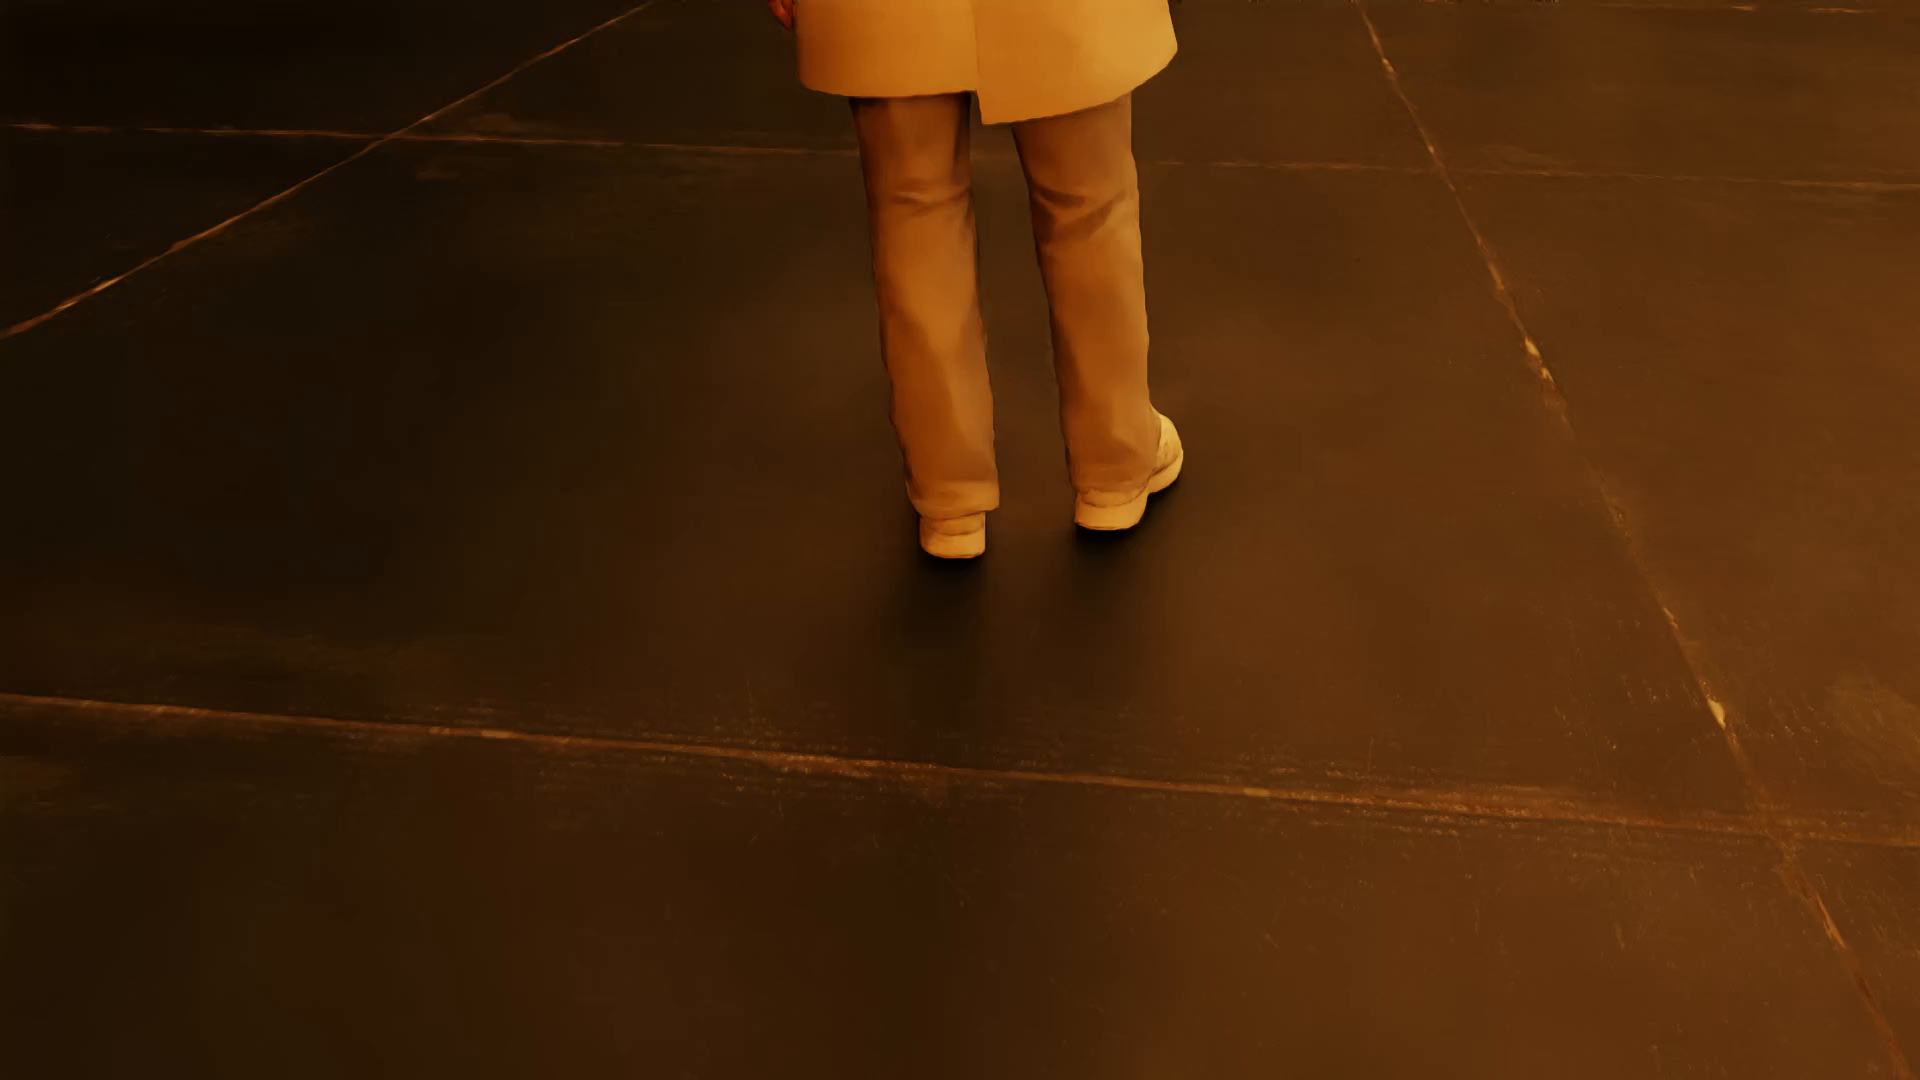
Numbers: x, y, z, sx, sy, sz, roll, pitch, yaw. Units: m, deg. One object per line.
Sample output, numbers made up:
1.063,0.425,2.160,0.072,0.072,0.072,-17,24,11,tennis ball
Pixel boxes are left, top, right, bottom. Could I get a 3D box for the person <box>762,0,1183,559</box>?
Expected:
0.017,-0.842,2.180,0.694,1.776,0.579,3,27,7,person
